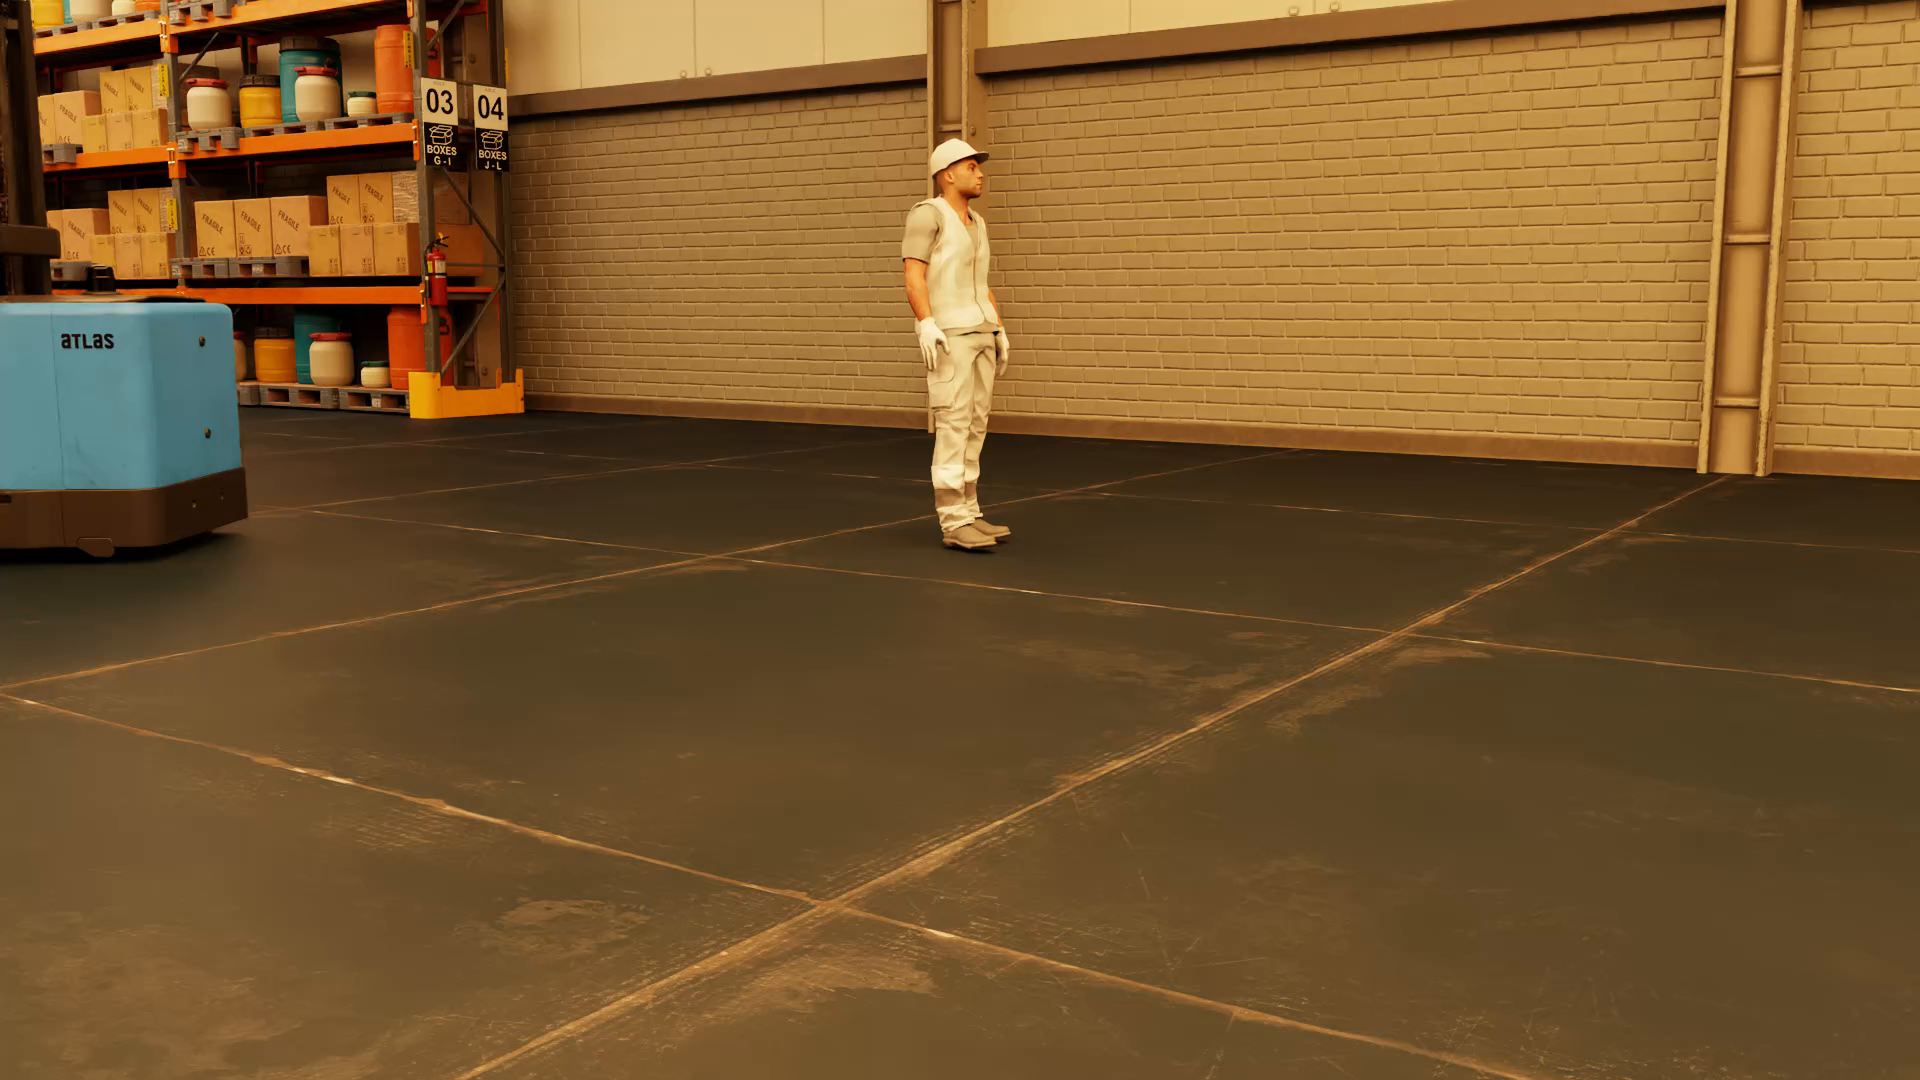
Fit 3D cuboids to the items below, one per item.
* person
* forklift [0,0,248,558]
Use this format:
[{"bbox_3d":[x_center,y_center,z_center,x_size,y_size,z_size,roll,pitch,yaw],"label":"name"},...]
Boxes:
[{"bbox_3d":[0.060,-0.885,7.422,0.562,1.790,0.637,5,10,34],"label":"person"},{"bbox_3d":[-4.852,-1.416,7.150,3.031,2.935,1.130,0,8,-2],"label":"forklift"}]
